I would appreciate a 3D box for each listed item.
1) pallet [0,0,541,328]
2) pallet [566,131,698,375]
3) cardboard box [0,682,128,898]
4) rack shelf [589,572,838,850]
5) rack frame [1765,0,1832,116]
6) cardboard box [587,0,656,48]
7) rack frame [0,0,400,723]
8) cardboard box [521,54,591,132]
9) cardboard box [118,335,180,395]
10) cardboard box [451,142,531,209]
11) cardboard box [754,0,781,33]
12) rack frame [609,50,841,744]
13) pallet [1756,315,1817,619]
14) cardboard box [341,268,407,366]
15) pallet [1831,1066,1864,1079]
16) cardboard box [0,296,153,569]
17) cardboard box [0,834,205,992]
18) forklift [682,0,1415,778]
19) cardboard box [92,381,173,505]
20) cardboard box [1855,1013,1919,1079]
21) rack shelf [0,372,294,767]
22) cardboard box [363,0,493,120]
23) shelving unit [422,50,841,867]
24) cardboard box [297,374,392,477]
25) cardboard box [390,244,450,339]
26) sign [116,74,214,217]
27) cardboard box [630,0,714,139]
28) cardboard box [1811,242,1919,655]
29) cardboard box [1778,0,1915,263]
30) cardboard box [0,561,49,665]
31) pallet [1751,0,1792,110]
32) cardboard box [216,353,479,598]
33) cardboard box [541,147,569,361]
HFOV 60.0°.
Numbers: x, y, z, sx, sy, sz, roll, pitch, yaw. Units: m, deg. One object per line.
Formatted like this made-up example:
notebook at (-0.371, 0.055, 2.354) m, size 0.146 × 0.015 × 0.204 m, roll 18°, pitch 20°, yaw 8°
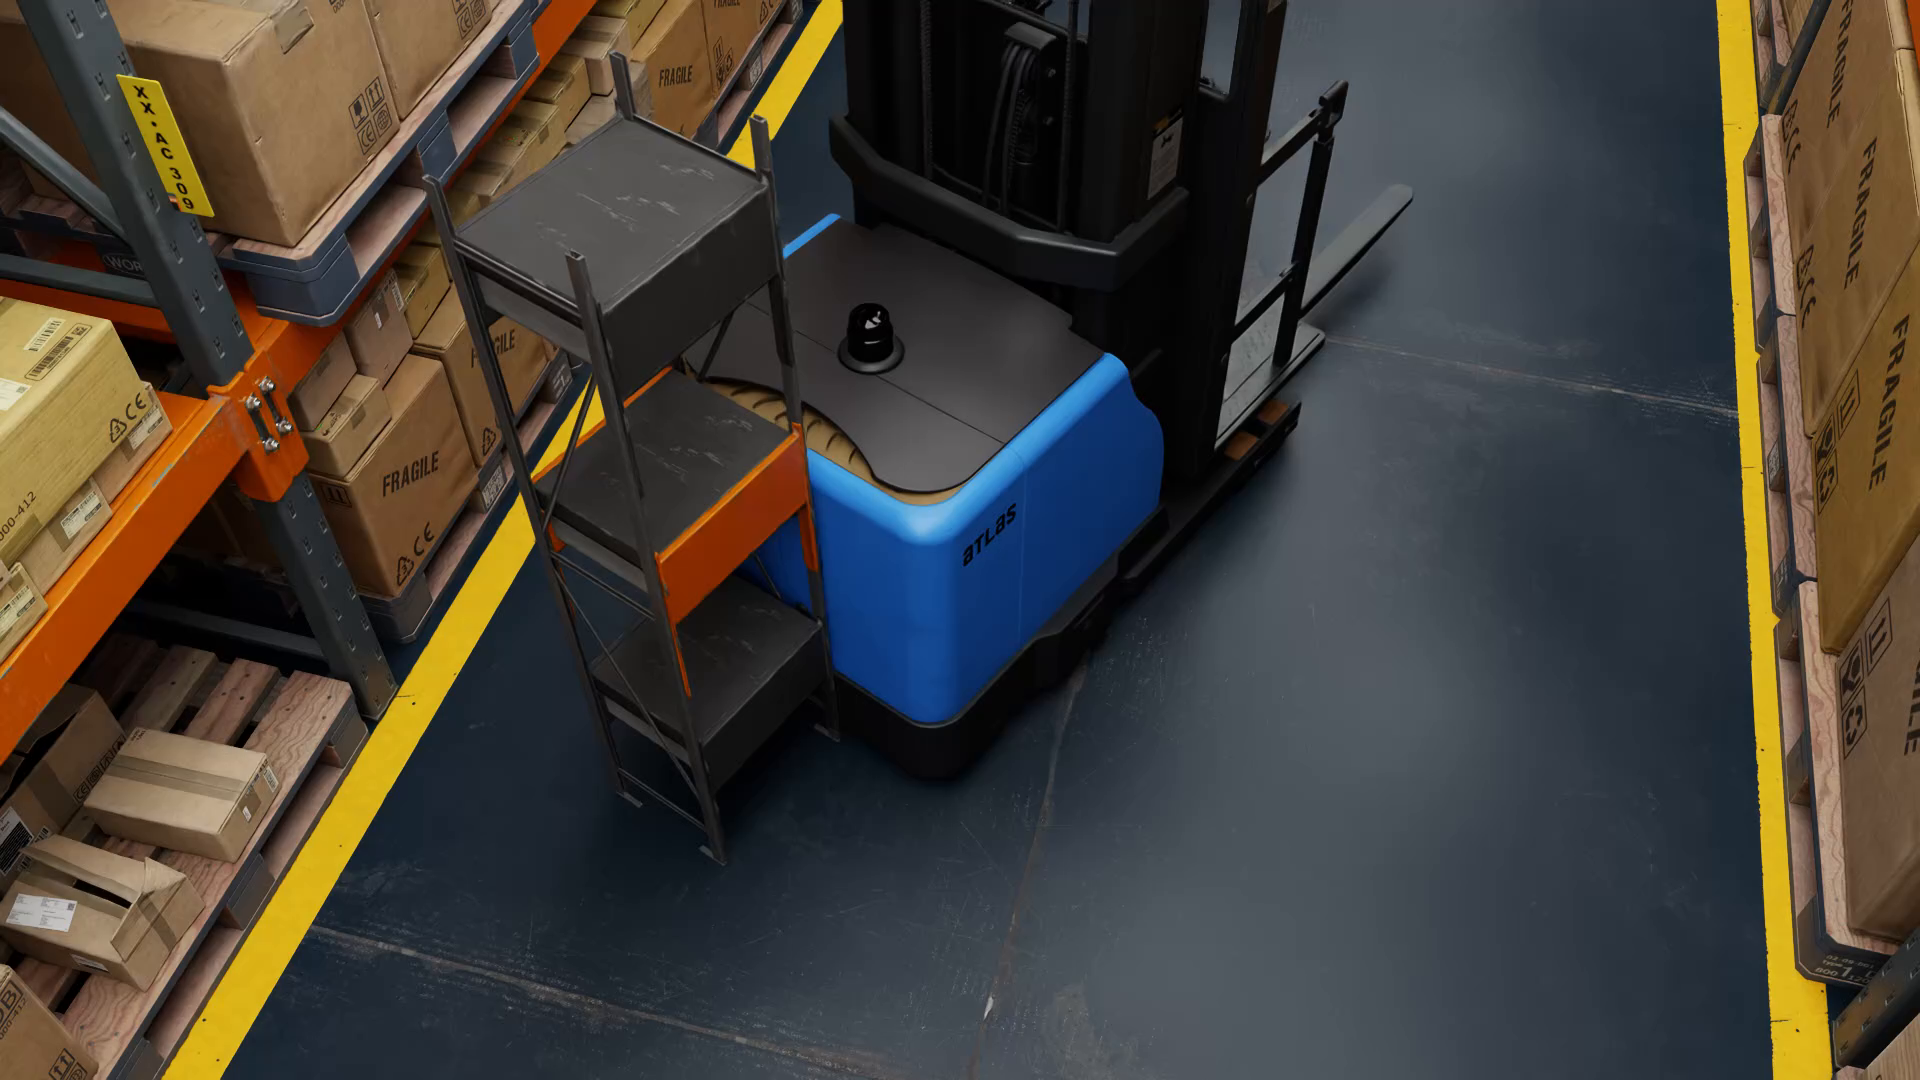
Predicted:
pallet at (-1.822, -1.103, 4.351) m, size 1.003 × 0.211 × 1.213 m, roll 12°, pitch 50°, yaw 10°
pallet at (-1.641, -1.169, 6.141) m, size 1.003 × 0.211 × 1.213 m, roll 12°, pitch 50°, yaw 10°
cardboard box at (-2.539, 0.571, 4.258) m, size 0.500 × 0.311 × 0.500 m, roll 13°, pitch 50°, yaw 11°
rack shelf at (-0.652, 0.419, 4.425) m, size 0.431 × 0.518 × 0.480 m, roll 29°, pitch 56°, yaw 23°
rack frame at (3.705, -2.527, 5.480) m, size 1.000 × 3.000 × 0.127 m, roll 12°, pitch 50°, yaw 10°
cardboard box at (-1.303, -1.875, 5.859) m, size 0.380 × 0.149 × 0.250 m, roll 11°, pitch 49°, yaw 9°
rack frame at (-2.138, -0.611, 3.788) m, size 1.000 × 3.000 × 0.127 m, roll 12°, pitch 50°, yaw 10°
cardboard box at (-1.460, -1.502, 5.529) m, size 0.380 × 0.149 × 0.250 m, roll 12°, pitch 50°, yaw 10°
cardboard box at (-2.319, -0.460, 4.610) m, size 0.380 × 0.149 × 0.250 m, roll 10°, pitch 49°, yaw 9°
cardboard box at (-1.571, -1.122, 5.194) m, size 0.380 × 0.149 × 0.250 m, roll 11°, pitch 50°, yaw 10°
cardboard box at (-0.989, -2.467, 6.814) m, size 0.500 × 0.500 × 0.500 m, roll 13°, pitch 50°, yaw 11°
rack frame at (-0.516, -0.196, 4.009) m, size 0.400 × 2.100 × 0.015 m, roll 29°, pitch 56°, yaw 23°
pallet at (3.102, -0.169, 5.259) m, size 1.003 × 0.211 × 1.213 m, roll 12°, pitch 50°, yaw 10°
cardboard box at (-1.764, -0.640, 4.570) m, size 0.380 × 0.149 × 0.250 m, roll 9°, pitch 49°, yaw 8°
pallet at (2.376, 1.824, 3.500) m, size 1.003 × 0.211 × 1.213 m, roll 12°, pitch 50°, yaw 10°
cardboard box at (-2.036, -0.243, 3.365) m, size 0.500 × 0.250 × 0.500 m, roll 13°, pitch 50°, yaw 11°
cardboard box at (-2.095, 0.874, 4.021) m, size 0.396 × 0.266 × 0.258 m, roll 13°, pitch 50°, yaw 11°
forklift at (0.466, -1.370, 4.504) m, size 1.130 × 2.935 × 3.031 m, roll 31°, pitch 55°, yaw 24°
cardboard box at (-1.978, -0.247, 3.635) m, size 0.380 × 0.149 × 0.250 m, roll 12°, pitch 50°, yaw 11°
cardboard box at (2.383, 1.508, 3.347) m, size 0.875 × 0.438 × 0.875 m, roll 11°, pitch 49°, yaw 9°
rack shelf at (-2.664, 1.074, 2.781) m, size 1.077 × 0.370 × 4.000 m, roll 12°, pitch 50°, yaw 10°
cardboard box at (-1.658, -1.463, 4.194) m, size 0.700 × 0.500 × 0.500 m, roll 12°, pitch 50°, yaw 10°
shelving unit at (-0.660, -0.045, 3.882) m, size 0.431 × 2.100 × 0.503 m, roll 29°, pitch 56°, yaw 23°
cardboard box at (-1.786, -0.344, 4.507) m, size 0.380 × 0.149 × 0.250 m, roll 14°, pitch 50°, yaw 12°
cardboard box at (-1.732, -0.747, 4.864) m, size 0.380 × 0.149 × 0.250 m, roll 9°, pitch 49°, yaw 8°
sign at (-1.612, -0.795, 3.374) m, size 0.100 × 0.325 × 0.005 m, roll 12°, pitch 50°, yaw 10°
cardboard box at (-1.266, -1.728, 6.162) m, size 0.500 × 0.500 × 0.500 m, roll 14°, pitch 50°, yaw 12°
cardboard box at (2.968, -0.189, 4.553) m, size 0.875 × 0.875 × 0.875 m, roll 13°, pitch 50°, yaw 11°
cardboard box at (3.443, -1.480, 5.692) m, size 0.875 × 0.875 × 0.875 m, roll 11°, pitch 50°, yaw 10°
cardboard box at (-2.071, 0.138, 3.295) m, size 0.380 × 0.149 × 0.250 m, roll 13°, pitch 50°, yaw 11°
pallet at (3.912, -2.169, 7.024) m, size 1.003 × 0.211 × 1.213 m, roll 12°, pitch 50°, yaw 10°
cardboard box at (-1.793, -0.228, 4.838) m, size 0.500 × 0.500 × 0.500 m, roll 14°, pitch 50°, yaw 12°
cardboard box at (-1.527, -0.975, 5.497) m, size 0.500 × 0.500 × 0.500 m, roll 10°, pitch 49°, yaw 9°
